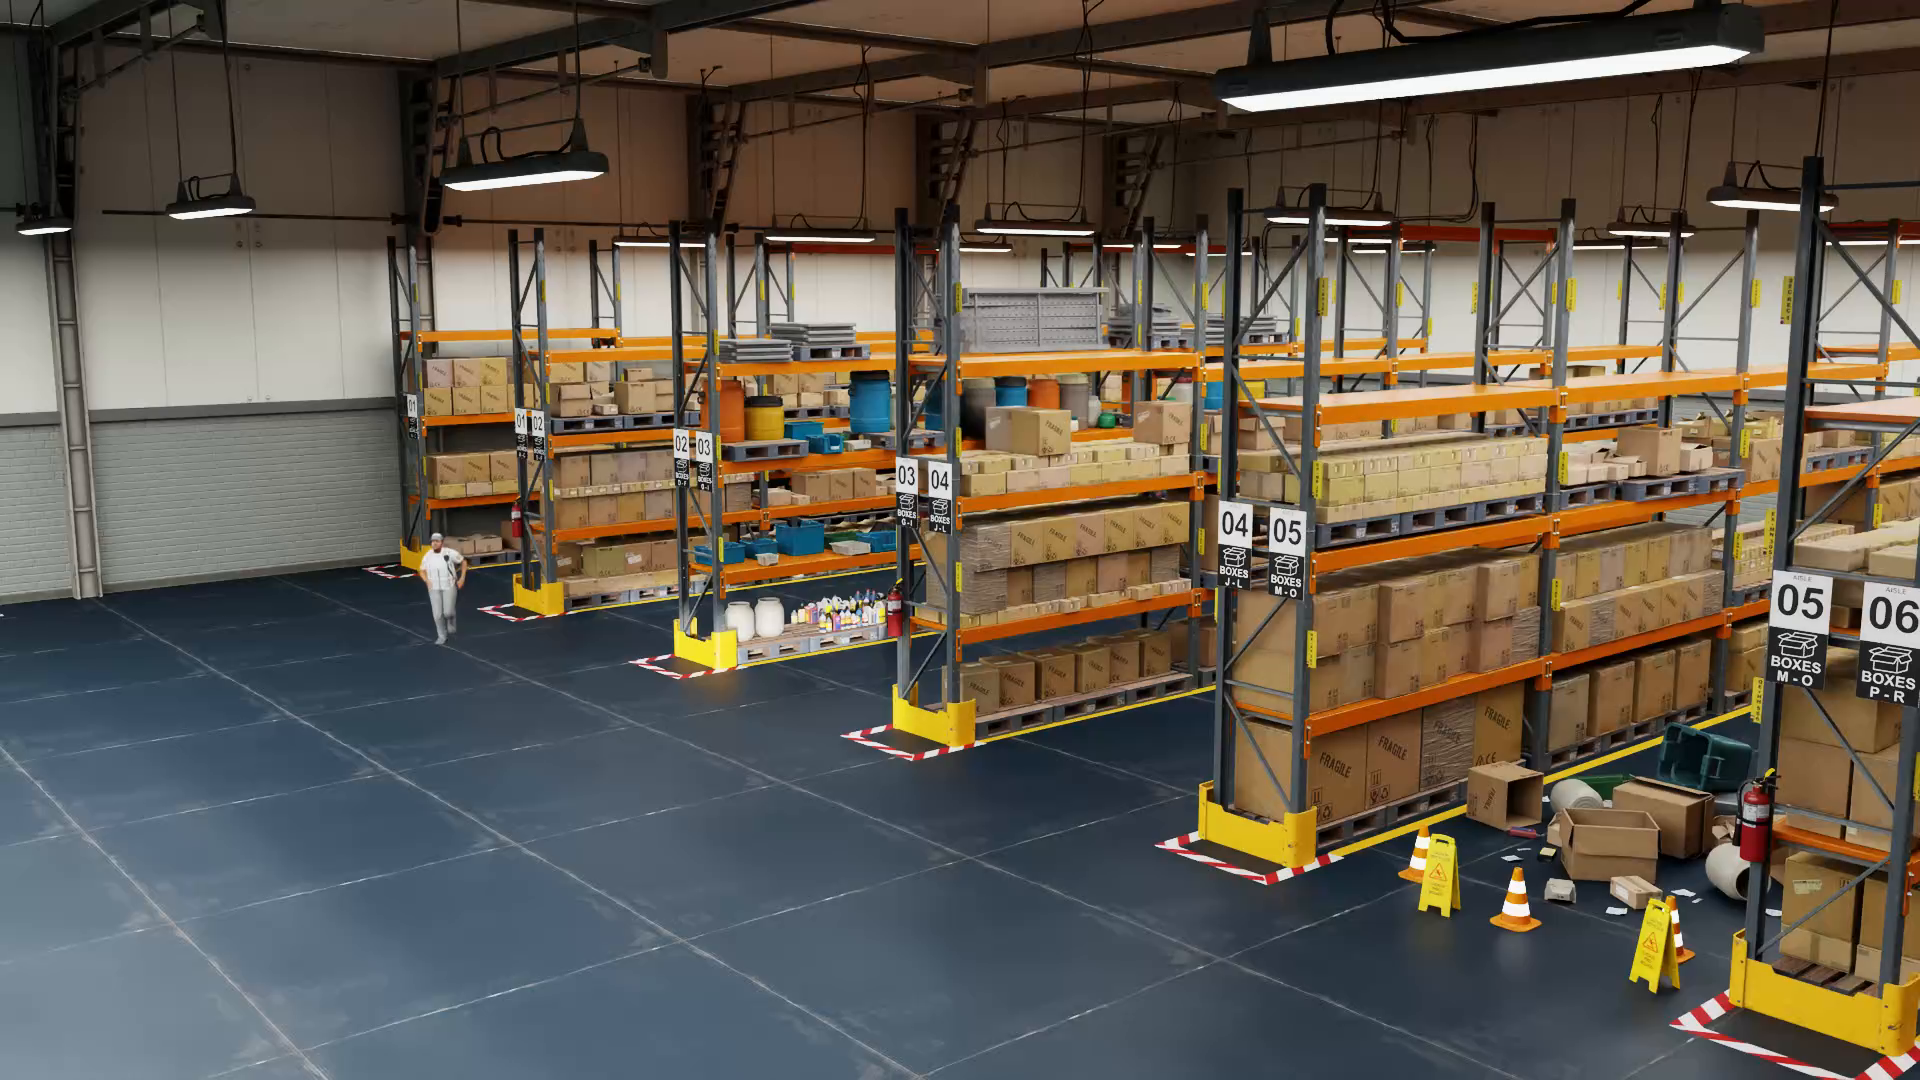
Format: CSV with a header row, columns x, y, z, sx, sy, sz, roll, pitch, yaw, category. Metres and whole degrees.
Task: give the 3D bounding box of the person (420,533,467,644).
x,y,z,sx,sy,sz,roll,pitch,yaw,category
-7.449,0.705,23.943,0.631,1.626,0.598,-1,9,-5,person
